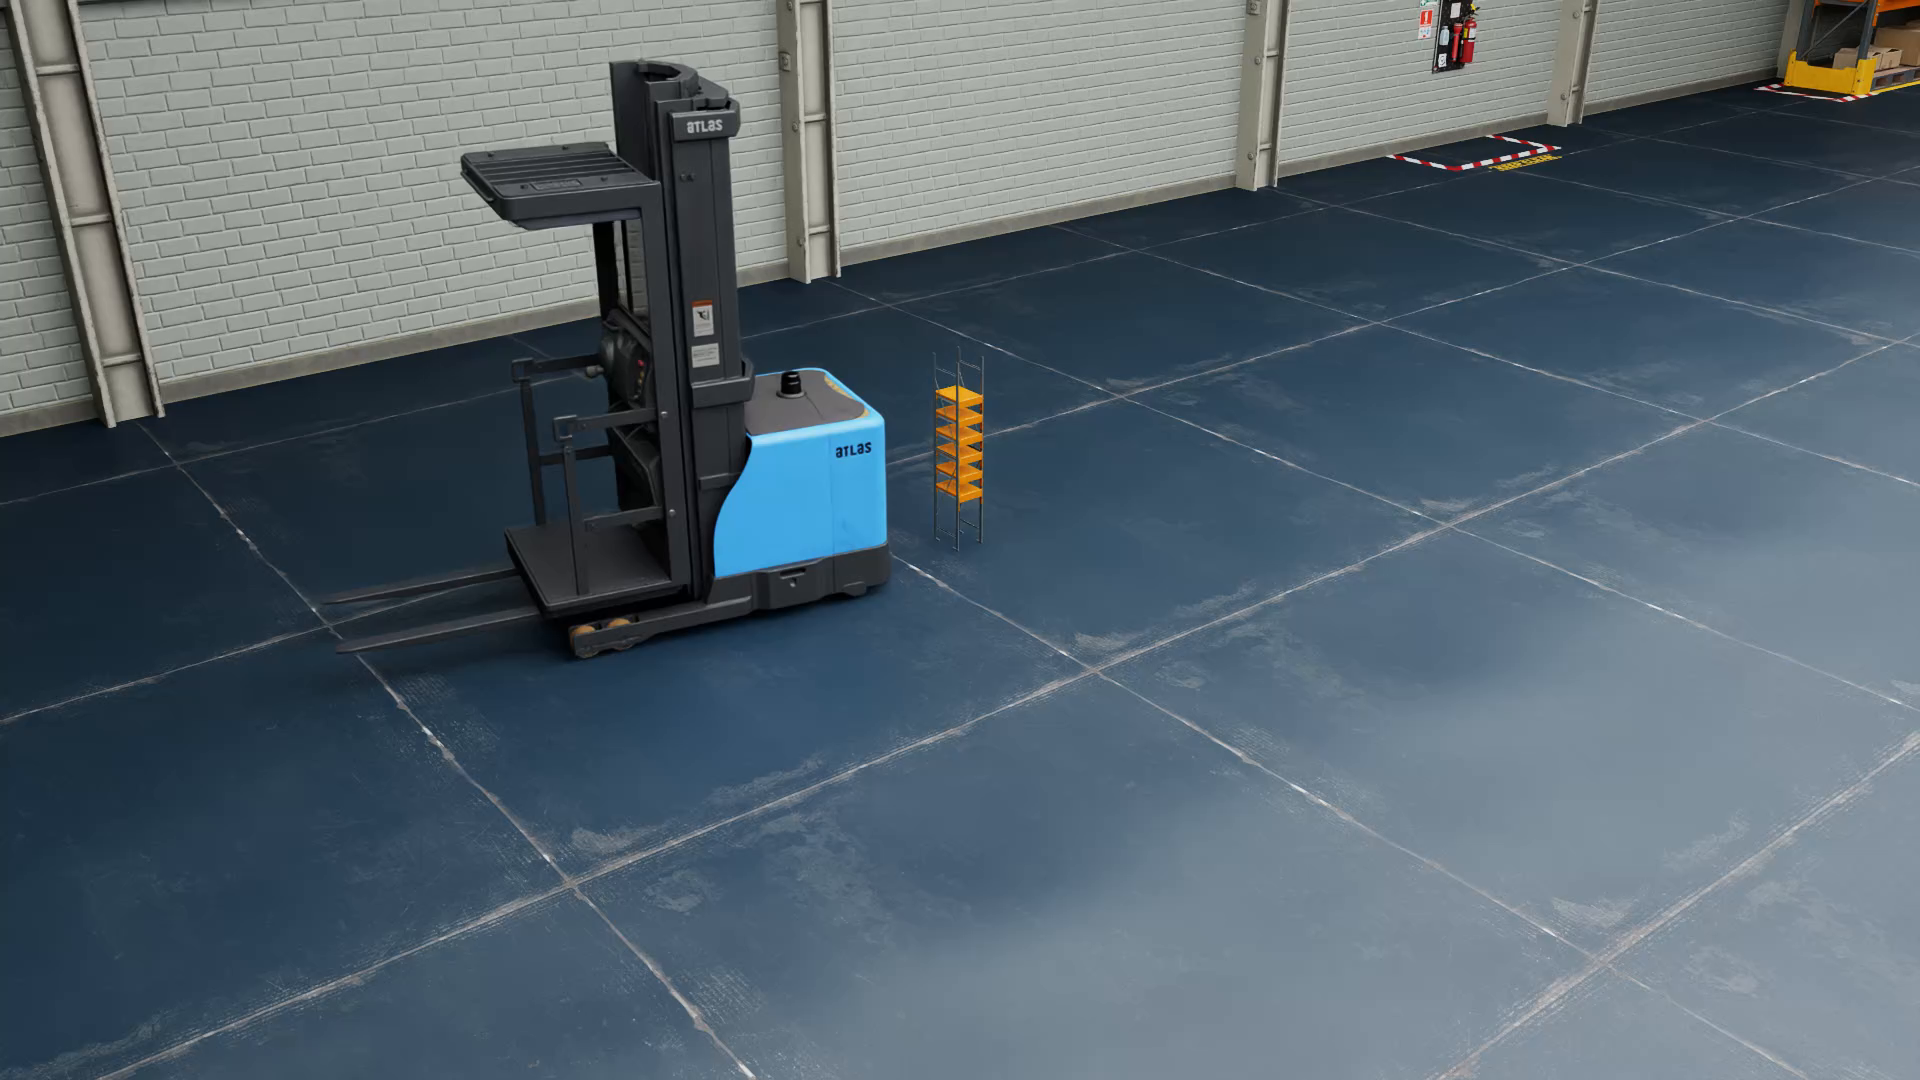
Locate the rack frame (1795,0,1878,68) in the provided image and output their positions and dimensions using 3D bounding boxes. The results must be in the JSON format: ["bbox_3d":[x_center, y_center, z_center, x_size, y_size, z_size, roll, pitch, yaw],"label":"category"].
[{"bbox_3d":[12.787,-8.036,24.003,0.127,3.000,1.000,-18,31,-34],"label":"rack frame"}]

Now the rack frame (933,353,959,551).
[{"bbox_3d":[-0.083,-0.517,9.938,0.006,1.200,0.240,-18,31,-34],"label":"rack frame"}]

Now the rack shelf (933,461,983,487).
[{"bbox_3d":[-0.011,-0.391,10.059,0.180,0.103,0.258,-18,31,-34],"label":"rack shelf"}]

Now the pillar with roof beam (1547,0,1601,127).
[{"bbox_3d":[10.739,-8.241,17.318,0.400,9.000,9.100,-18,31,-34],"label":"pillar with roof beam"}]

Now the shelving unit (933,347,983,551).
[{"bbox_3d":[-0.011,-0.540,9.989,0.189,1.200,0.258,-18,31,-34],"label":"shelving unit"}]

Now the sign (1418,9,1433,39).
[{"bbox_3d":[5.615,-6.224,20.054,0.234,0.329,0.001,-18,31,-34],"label":"sign"}]

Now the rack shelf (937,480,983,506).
[{"bbox_3d":[-0.011,-0.282,10.109,0.180,0.103,0.258,-18,31,-34],"label":"rack shelf"}]

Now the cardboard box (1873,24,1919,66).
[{"bbox_3d":[14.443,-7.574,25.453,0.500,0.500,0.700,-21,32,-37],"label":"cardboard box"}]

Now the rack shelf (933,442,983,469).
[{"bbox_3d":[-0.011,-0.500,10.008,0.180,0.103,0.258,-18,31,-34],"label":"rack shelf"}]

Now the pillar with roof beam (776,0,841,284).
[{"bbox_3d":[1.296,-5.124,10.601,0.400,9.000,9.100,-18,31,-34],"label":"pillar with roof beam"}]

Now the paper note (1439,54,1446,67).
[{"bbox_3d":[5.932,-5.894,20.433,0.142,0.148,0.016,-18,31,-34],"label":"paper note"}]

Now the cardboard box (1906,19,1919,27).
[{"bbox_3d":[15.142,-7.858,26.066,0.500,0.500,0.500,-21,32,-38],"label":"cardboard box"}]

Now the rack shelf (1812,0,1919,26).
[{"bbox_3d":[14.360,-8.230,25.274,4.000,0.370,1.077,-18,31,-34],"label":"rack shelf"}]

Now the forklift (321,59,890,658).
[{"bbox_3d":[-1.962,-0.954,8.823,3.031,2.935,1.130,-11,27,-23],"label":"forklift"}]

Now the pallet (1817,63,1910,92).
[{"bbox_3d":[13.507,-6.991,25.062,1.213,0.211,1.003,-18,31,-34],"label":"pallet"}]

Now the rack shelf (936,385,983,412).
[{"bbox_3d":[-0.011,-0.827,9.856,0.180,0.103,0.258,-18,31,-34],"label":"rack shelf"}]

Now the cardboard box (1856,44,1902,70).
[{"bbox_3d":[13.835,-7.314,25.118,0.500,0.311,0.500,-15,29,-30],"label":"cardboard box"}]

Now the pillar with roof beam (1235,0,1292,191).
[{"bbox_3d":[6.017,-6.683,13.960,0.400,9.000,9.100,-18,31,-34],"label":"pillar with roof beam"}]

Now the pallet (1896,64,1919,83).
[{"bbox_3d":[14.467,-7.306,25.741,1.213,0.211,1.003,-18,31,-34],"label":"pallet"}]

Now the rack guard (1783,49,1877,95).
[{"bbox_3d":[12.846,-6.922,24.571,0.348,0.500,1.175,-18,31,-34],"label":"rack guard"}]

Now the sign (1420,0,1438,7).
[{"bbox_3d":[5.624,-6.462,19.939,0.331,0.109,0.001,-18,31,-34],"label":"sign"}]

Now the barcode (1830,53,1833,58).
[{"bbox_3d":[13.154,-7.308,25.093,0.075,0.075,0.001,-18,31,-34],"label":"barcode"}]

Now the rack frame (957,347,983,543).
[{"bbox_3d":[0.061,-0.564,10.041,0.006,1.200,0.240,-18,31,-34],"label":"rack frame"}]

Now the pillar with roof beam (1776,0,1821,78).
[{"bbox_3d":[15.460,-9.800,20.676,0.400,9.000,9.100,-18,31,-34],"label":"pillar with roof beam"}]

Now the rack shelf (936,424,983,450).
[{"bbox_3d":[-0.011,-0.609,9.958,0.180,0.103,0.258,-18,31,-34],"label":"rack shelf"}]

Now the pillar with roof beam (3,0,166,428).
[{"bbox_3d":[-3.426,-3.565,7.243,0.400,9.000,9.100,-18,31,-34],"label":"pillar with roof beam"}]

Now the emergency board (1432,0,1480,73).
[{"bbox_3d":[6.114,-6.317,20.298,0.643,1.169,0.194,-18,31,-34],"label":"emergency board"}]

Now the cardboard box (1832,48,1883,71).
[{"bbox_3d":[13.387,-7.166,24.799,0.500,0.311,0.500,-23,33,-40],"label":"cardboard box"}]

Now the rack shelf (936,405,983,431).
[{"bbox_3d":[-0.011,-0.718,9.907,0.180,0.103,0.258,-18,31,-34],"label":"rack shelf"}]
